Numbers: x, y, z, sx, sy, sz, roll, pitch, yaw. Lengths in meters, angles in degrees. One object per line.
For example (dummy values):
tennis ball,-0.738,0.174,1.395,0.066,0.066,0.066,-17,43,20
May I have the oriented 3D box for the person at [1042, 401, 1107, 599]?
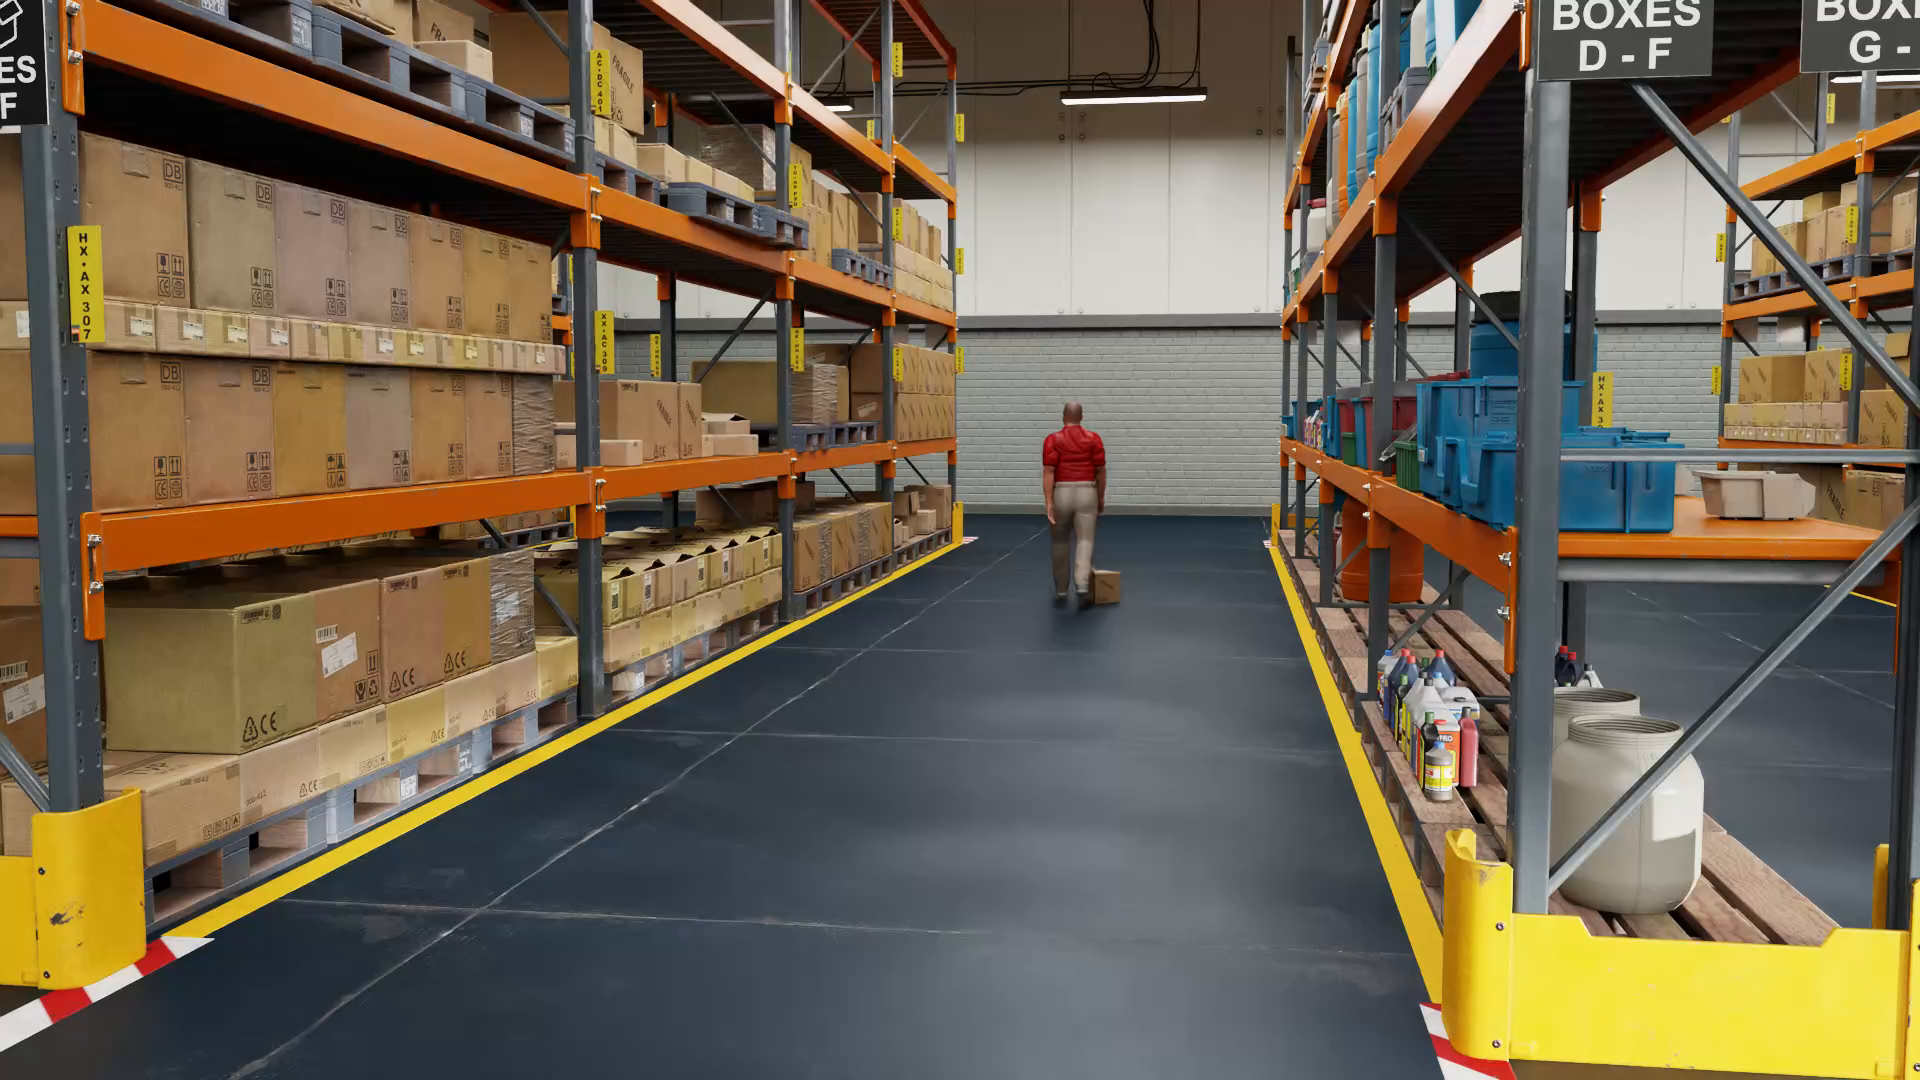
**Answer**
person,0.969,-0.333,14.039,0.531,1.675,1.043,1,4,8
